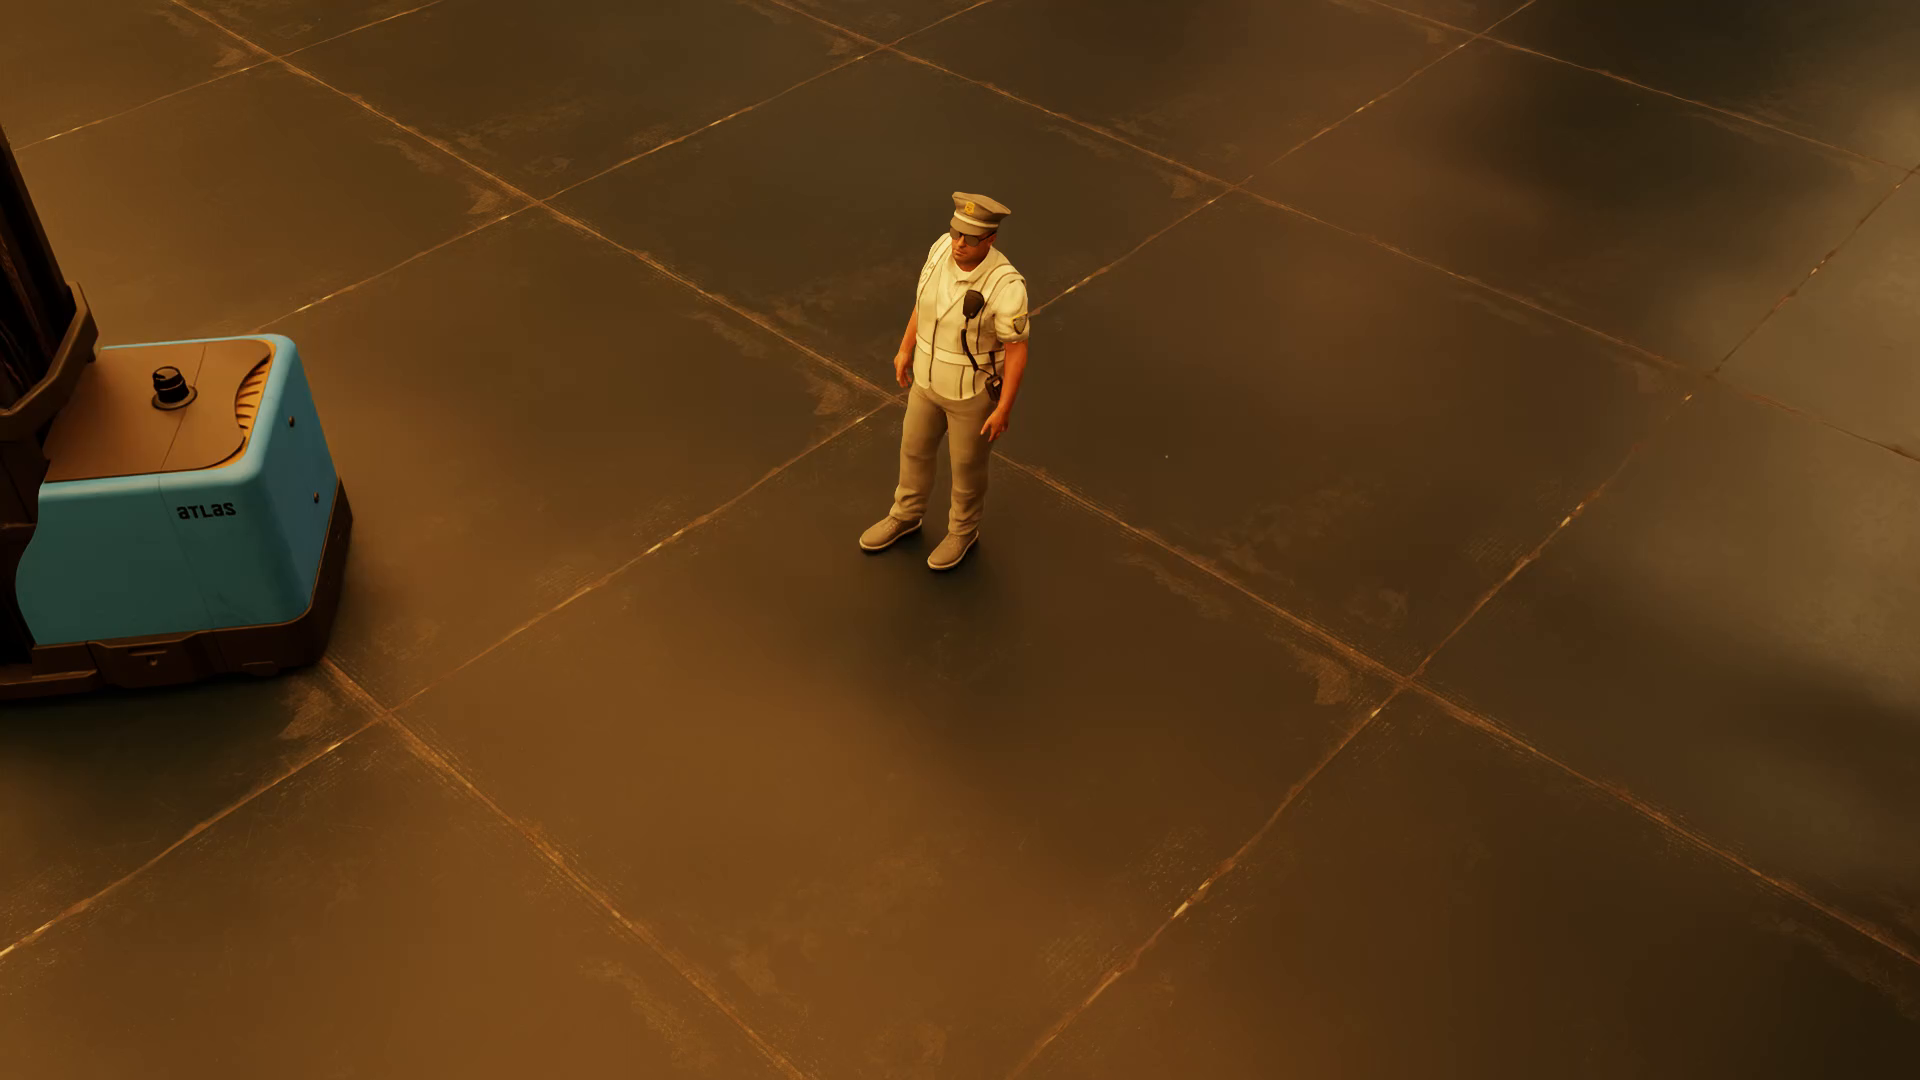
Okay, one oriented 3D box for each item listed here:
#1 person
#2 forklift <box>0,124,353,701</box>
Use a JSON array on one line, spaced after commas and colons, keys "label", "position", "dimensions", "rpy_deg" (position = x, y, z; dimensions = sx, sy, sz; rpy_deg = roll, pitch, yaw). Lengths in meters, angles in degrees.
[{"label": "person", "position": [-0.061, -0.650, 7.056], "dimensions": [0.641, 1.780, 0.574], "rpy_deg": [31, 49, 31]}, {"label": "forklift", "position": [-4.242, -0.738, 6.288], "dimensions": [3.031, 2.935, 1.130], "rpy_deg": [-5, 41, -6]}]
